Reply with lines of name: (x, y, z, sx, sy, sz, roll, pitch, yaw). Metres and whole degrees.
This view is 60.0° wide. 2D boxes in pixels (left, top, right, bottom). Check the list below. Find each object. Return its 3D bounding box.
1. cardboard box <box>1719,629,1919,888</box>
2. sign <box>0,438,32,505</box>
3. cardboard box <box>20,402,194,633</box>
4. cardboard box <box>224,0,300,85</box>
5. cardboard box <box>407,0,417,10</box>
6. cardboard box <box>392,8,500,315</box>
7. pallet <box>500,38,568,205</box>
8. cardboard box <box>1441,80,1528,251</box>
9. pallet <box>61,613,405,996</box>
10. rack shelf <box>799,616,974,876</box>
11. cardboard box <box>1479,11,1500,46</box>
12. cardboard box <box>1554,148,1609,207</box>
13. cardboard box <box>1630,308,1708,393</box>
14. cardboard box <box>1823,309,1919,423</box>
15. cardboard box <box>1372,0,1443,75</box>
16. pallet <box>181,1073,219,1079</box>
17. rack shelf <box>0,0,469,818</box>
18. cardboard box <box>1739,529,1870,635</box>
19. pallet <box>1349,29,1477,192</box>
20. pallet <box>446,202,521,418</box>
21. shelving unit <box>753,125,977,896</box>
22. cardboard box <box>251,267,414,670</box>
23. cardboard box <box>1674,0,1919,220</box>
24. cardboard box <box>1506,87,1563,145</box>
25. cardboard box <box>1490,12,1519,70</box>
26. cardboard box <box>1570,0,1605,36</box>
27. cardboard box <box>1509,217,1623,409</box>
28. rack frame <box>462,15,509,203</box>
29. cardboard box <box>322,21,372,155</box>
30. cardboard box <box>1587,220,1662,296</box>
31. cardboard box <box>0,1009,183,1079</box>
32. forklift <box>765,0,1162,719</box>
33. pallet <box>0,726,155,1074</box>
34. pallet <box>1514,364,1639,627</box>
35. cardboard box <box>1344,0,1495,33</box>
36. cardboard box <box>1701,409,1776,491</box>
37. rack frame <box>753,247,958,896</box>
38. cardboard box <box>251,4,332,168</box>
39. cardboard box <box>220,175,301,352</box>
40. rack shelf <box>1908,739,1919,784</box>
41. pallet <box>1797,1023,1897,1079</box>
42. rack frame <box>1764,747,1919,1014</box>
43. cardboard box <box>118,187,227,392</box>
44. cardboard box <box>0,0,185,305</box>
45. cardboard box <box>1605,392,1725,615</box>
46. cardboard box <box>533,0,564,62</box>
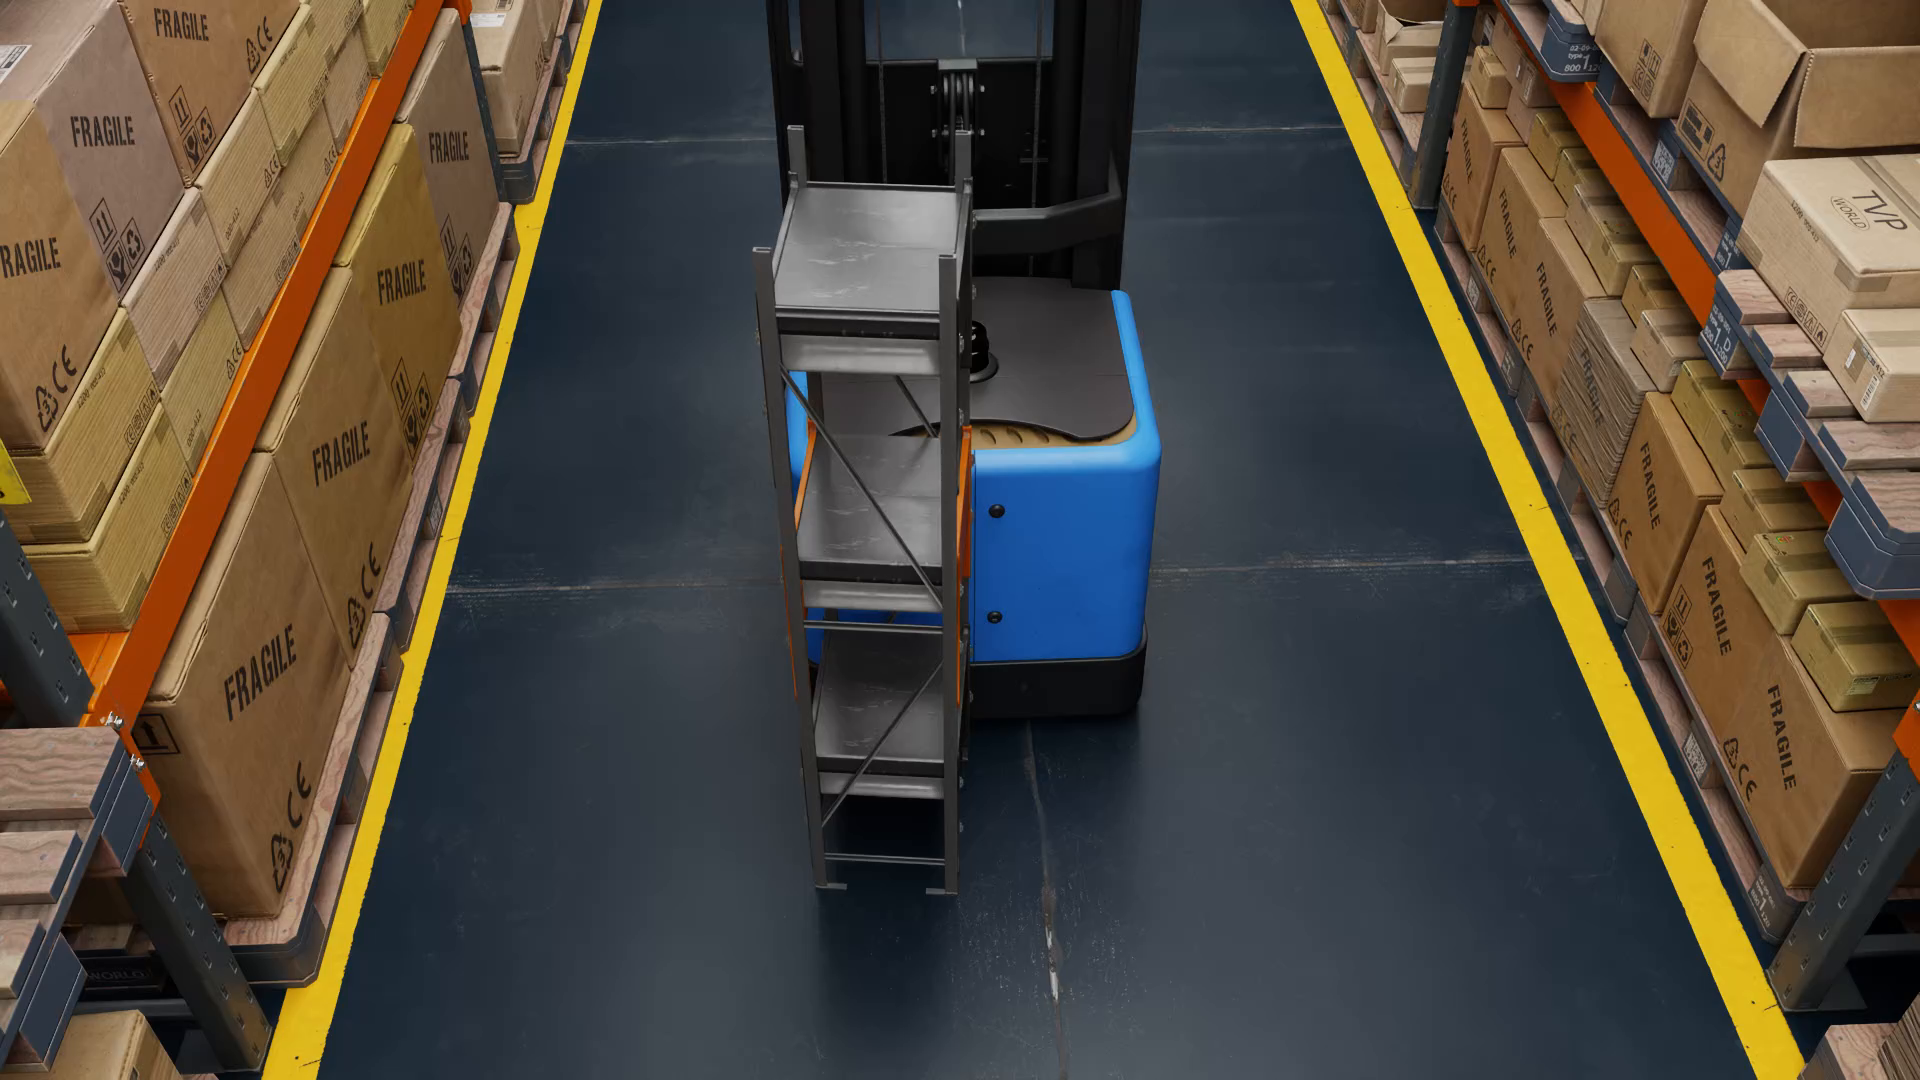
cardboard box: (2.434, 0.576, 4.441, 0.500, 0.500, 0.500, -1, 43, -1)
sign: (-1.750, -0.186, 2.935, 0.100, 0.325, 0.005, -2, 43, -2)
cardboard box: (-2.062, -0.049, 3.695, 0.500, 0.250, 0.500, -2, 43, -3)
cardboard box: (-2.124, -1.537, 4.393, 0.500, 0.500, 0.500, -1, 43, -1)
cardboard box: (-2.191, -2.116, 5.950, 0.500, 0.250, 0.500, -3, 43, -3)
cardboard box: (-2.356, -1.422, 6.344, 0.875, 0.875, 0.875, 0, 43, 0)
pallet: (-2.416, -1.955, 7.726, 1.003, 0.211, 1.213, -2, 43, -2)
cardboard box: (2.293, -1.512, 6.719, 0.500, 0.500, 0.500, 0, 43, 0)
pallet: (-2.250, 0.727, 4.801, 1.003, 0.211, 1.213, -2, 43, -2)
rack shelf: (-0.191, 0.573, 4.627, 0.431, 0.518, 0.480, 2, 43, 3)
cardboard box: (2.705, -2.228, 7.640, 0.500, 0.311, 0.500, 0, 43, 0)
cardboard box: (2.383, -1.292, 5.999, 0.380, 0.149, 0.250, -2, 43, -3)
cardboard box: (2.365, -0.606, 5.251, 0.380, 0.149, 0.250, -4, 43, -4)
cardboard box: (2.256, -0.406, 3.849, 0.380, 0.149, 0.250, -1, 43, -1)
cardboard box: (2.165, -2.368, 7.826, 0.396, 0.266, 0.258, 0, 43, 0)
pallet: (-2.260, 1.789, 3.642, 1.003, 0.211, 1.213, -2, 43, -2)
rack shelf: (-2.377, -0.852, 4.992, 1.077, 0.370, 4.000, -2, 43, -2)
cardboard box: (2.350, 0.106, 4.473, 0.380, 0.149, 0.250, -4, 43, -4)
pallet: (2.469, -2.048, 7.828, 1.003, 0.211, 1.213, -2, 43, -2)
pallet: (-2.354, -0.920, 6.598, 1.003, 0.211, 1.213, -2, 43, -2)
shelving unit: (-0.191, 0.047, 4.145, 0.431, 2.100, 0.503, 2, 43, 3)
cardboard box: (-2.272, -0.209, 5.020, 0.875, 0.875, 0.875, -1, 43, -1)
cardboard box: (2.413, -1.201, 4.453, 0.797, 0.503, 0.637, -3, 43, -3)
cardboard box: (2.335, -1.650, 6.389, 0.380, 0.149, 0.250, -3, 43, -3)
cardboard box: (2.307, -1.946, 6.492, 0.380, 0.149, 0.250, -2, 43, -3)
cardboard box: (2.173, -1.768, 5.248, 0.396, 0.266, 0.258, 0, 43, 0)
cardboard box: (2.342, -0.816, 5.960, 0.500, 0.500, 0.500, -3, 43, -3)
rack frame: (-2.462, -2.467, 6.222, 1.000, 3.000, 0.127, -2, 43, -2)
cardboard box: (-2.168, -1.431, 5.202, 0.500, 0.250, 0.500, -3, 43, -3)
cardboard box: (2.365, -0.955, 5.631, 0.380, 0.149, 0.250, 0, 43, 0)
cardboard box: (-2.278, 1.429, 3.605, 0.950, 0.372, 0.625, -4, 43, -5)
forklift: (-0.030, -1.506, 5.223, 1.130, 2.935, 3.031, -2, 43, -2)
pallet: (-2.155, 0.782, 2.819, 1.213, 0.211, 1.003, -2, 43, -2)
pallet: (2.624, -0.210, 5.823, 1.003, 0.211, 1.213, -2, 43, -2)
cardboard box: (2.300, -2.851, 8.180, 0.700, 0.500, 0.500, -3, 43, -3)
cardboard box: (2.417, -0.252, 4.864, 0.380, 0.149, 0.250, 0, 43, -1)
rack frame: (-0.207, 0.211, 3.965, 0.400, 2.100, 0.015, 2, 43, 3)
cardboard box: (-2.105, -1.273, 4.660, 0.500, 0.250, 0.500, -1, 43, -1)
cardboard box: (-2.117, -0.750, 4.459, 0.500, 0.250, 0.500, 0, 43, 0)
rack shelf: (2.752, 1.704, 2.204, 1.077, 0.370, 4.000, -2, 43, -2)
pallet: (2.663, 1.673, 3.768, 1.003, 0.211, 1.213, -2, 43, -2)
rack frame: (2.667, 0.088, 3.434, 1.000, 3.000, 0.127, -2, 43, -2)
cardboard box: (-2.088, -0.594, 3.919, 0.500, 0.250, 0.500, -1, 43, -1)
cardboard box: (-2.099, -0.847, 3.640, 0.500, 0.500, 0.500, -1, 43, -2)
cardboard box: (2.399, -0.116, 5.195, 0.500, 0.500, 0.500, 0, 43, 0)
cardboard box: (-2.420, -2.709, 8.071, 0.875, 0.438, 0.875, -3, 43, -3)
